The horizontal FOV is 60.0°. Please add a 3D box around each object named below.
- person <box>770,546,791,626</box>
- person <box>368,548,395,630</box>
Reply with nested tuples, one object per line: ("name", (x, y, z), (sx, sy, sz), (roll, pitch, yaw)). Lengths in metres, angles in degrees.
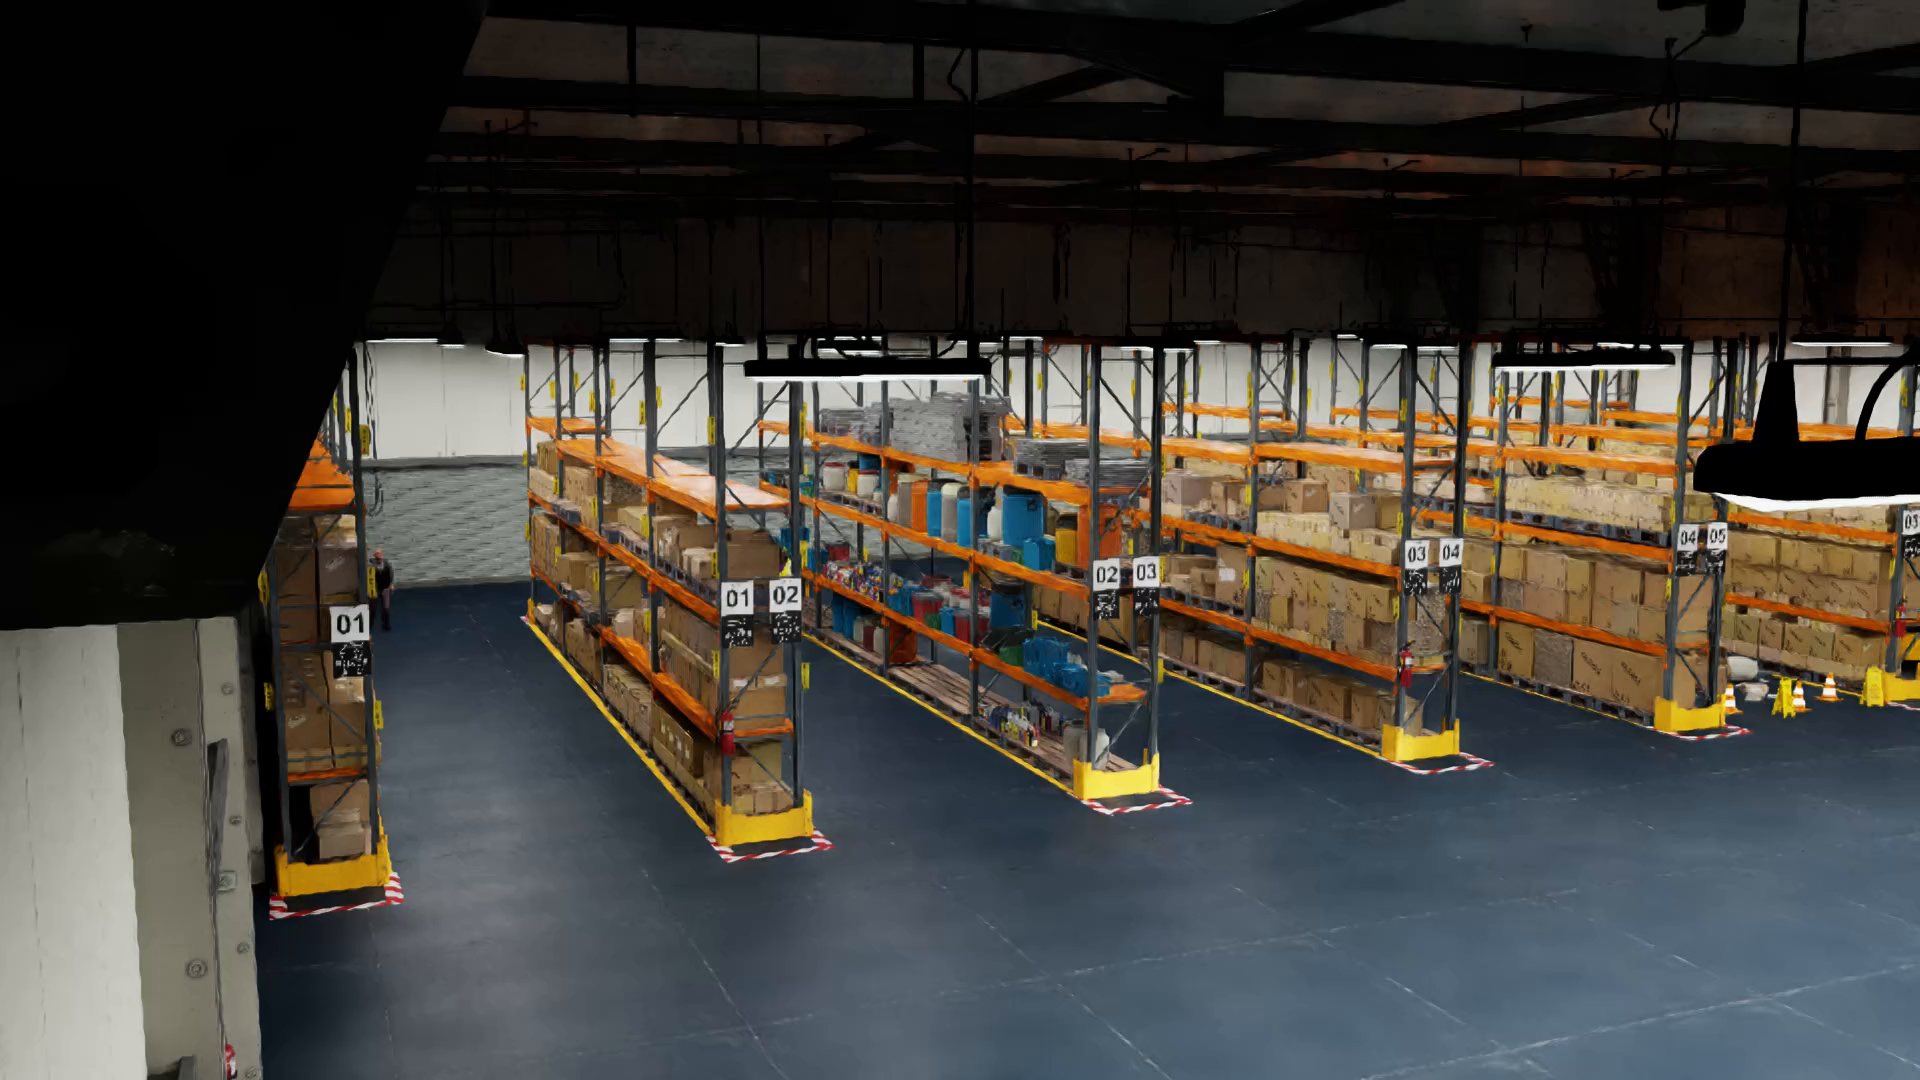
("person", (-3.615, 0.978, 33.915), (0.620, 1.724, 0.960), (0, 8, 1))
("person", (-11.925, 0.975, 34.057), (0.660, 1.690, 0.679), (-5, 9, -32))
